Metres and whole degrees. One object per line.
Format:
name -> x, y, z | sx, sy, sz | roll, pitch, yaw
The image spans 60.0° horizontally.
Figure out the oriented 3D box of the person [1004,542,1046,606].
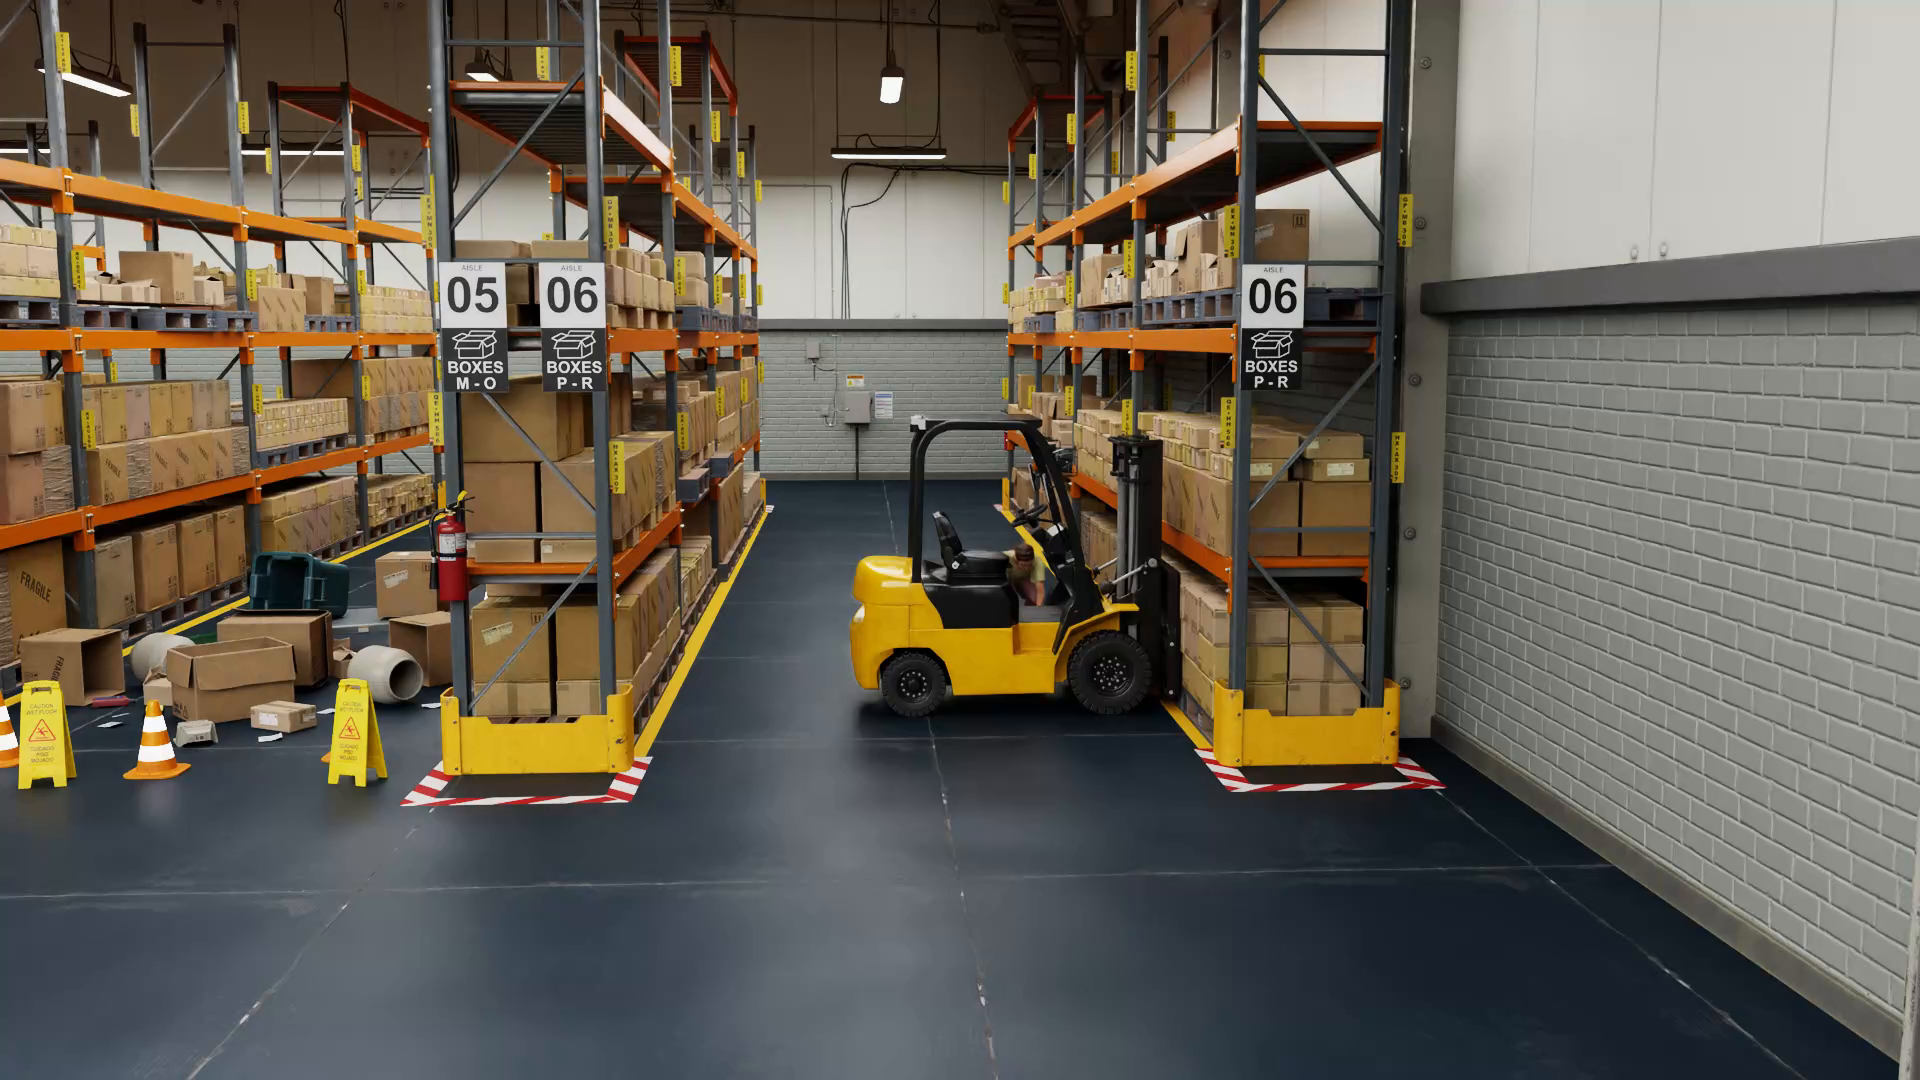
person -> 0.541, 0.438, 15.424 | 0.480, 0.890, 0.799 | 0, 7, -4
